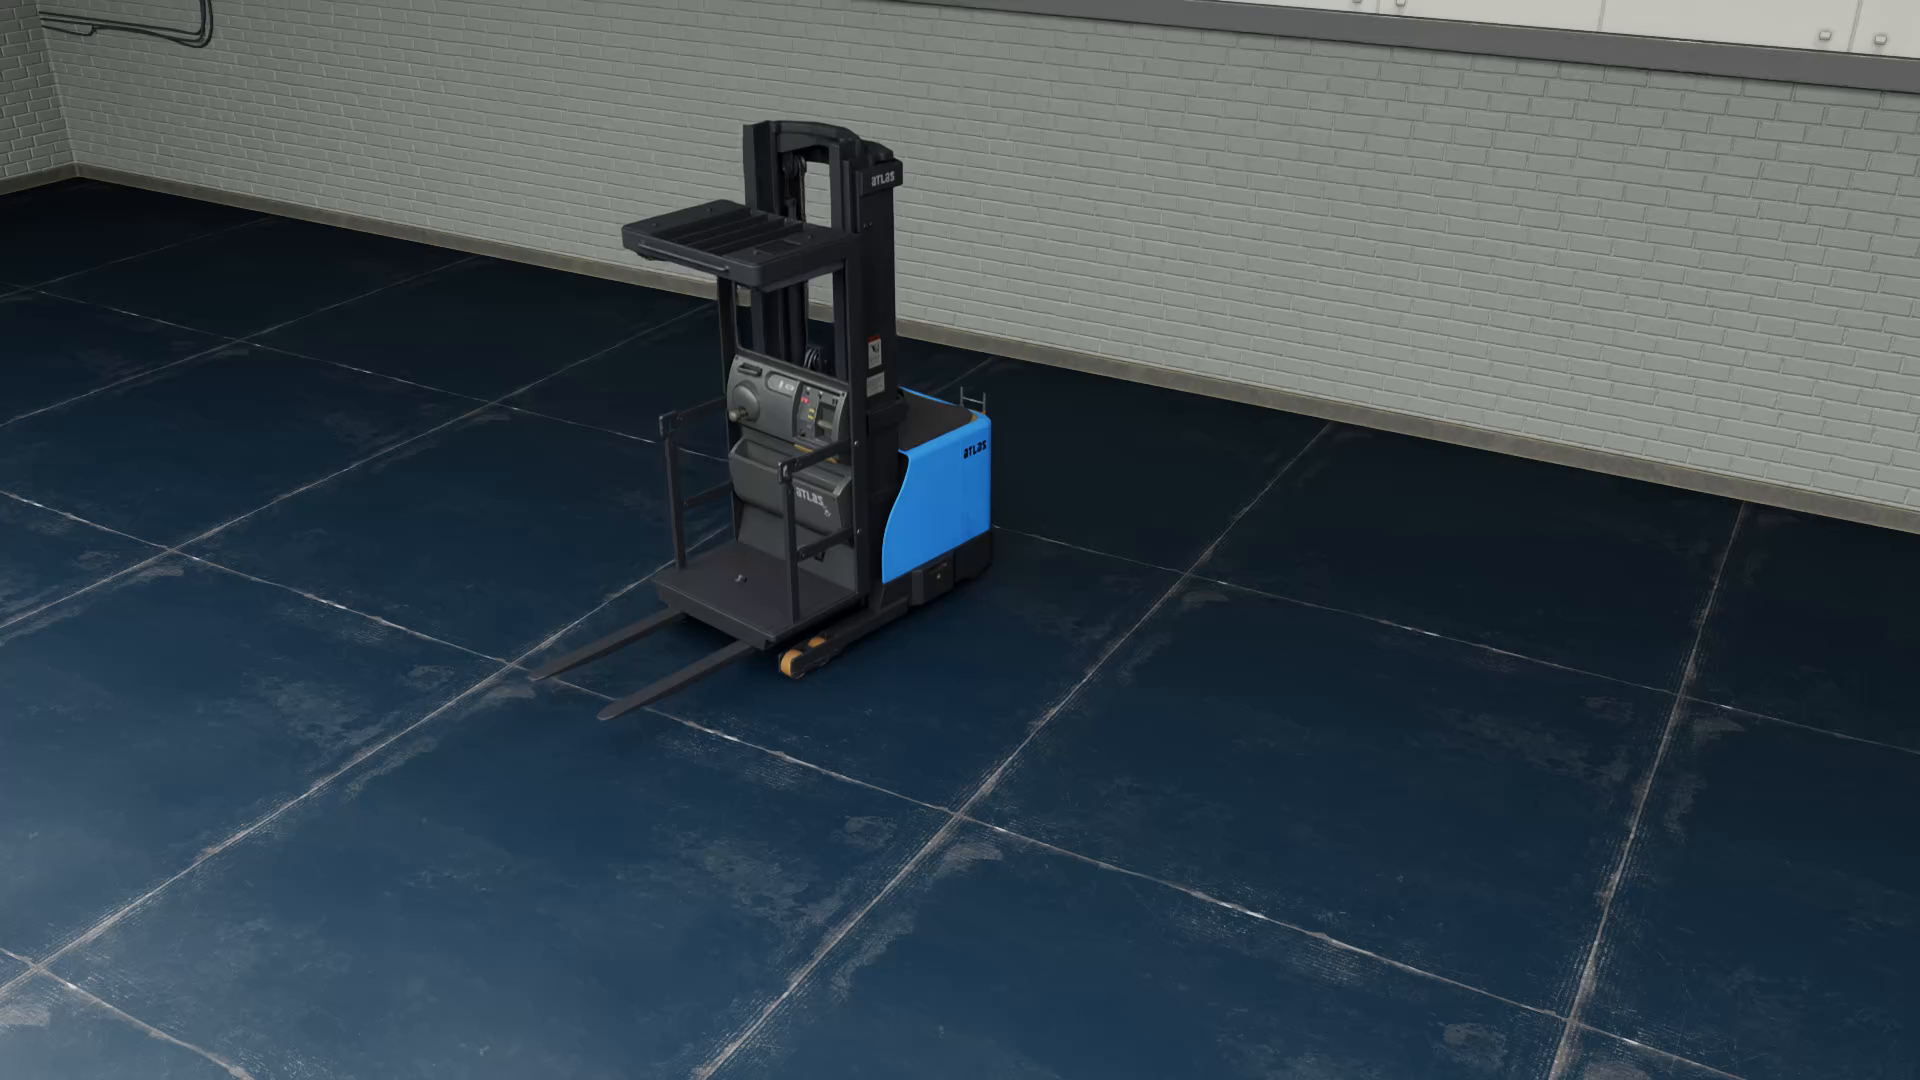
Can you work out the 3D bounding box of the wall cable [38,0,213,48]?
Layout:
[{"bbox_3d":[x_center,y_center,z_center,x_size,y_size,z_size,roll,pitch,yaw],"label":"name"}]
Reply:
[{"bbox_3d":[-9.274,-6.647,17.864,3.097,2.526,0.112,14,30,26],"label":"wall cable"}]

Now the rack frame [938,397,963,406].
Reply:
[{"bbox_3d":[-0.061,-0.417,10.830,0.200,1.050,0.008,19,32,32],"label":"rack frame"}]

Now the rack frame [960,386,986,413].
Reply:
[{"bbox_3d":[0.085,-0.504,11.004,0.200,1.050,0.008,19,32,32],"label":"rack frame"}]

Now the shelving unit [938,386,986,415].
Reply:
[{"bbox_3d":[0.012,-0.461,10.917,0.215,1.050,0.252,19,32,32],"label":"shelving unit"}]

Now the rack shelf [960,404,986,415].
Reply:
[{"bbox_3d":[0.012,-0.705,10.795,0.215,0.259,0.240,19,32,32],"label":"rack shelf"}]

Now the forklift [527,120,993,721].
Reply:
[{"bbox_3d":[-1.138,-0.767,9.428,1.130,2.935,3.031,21,34,36],"label":"forklift"}]
